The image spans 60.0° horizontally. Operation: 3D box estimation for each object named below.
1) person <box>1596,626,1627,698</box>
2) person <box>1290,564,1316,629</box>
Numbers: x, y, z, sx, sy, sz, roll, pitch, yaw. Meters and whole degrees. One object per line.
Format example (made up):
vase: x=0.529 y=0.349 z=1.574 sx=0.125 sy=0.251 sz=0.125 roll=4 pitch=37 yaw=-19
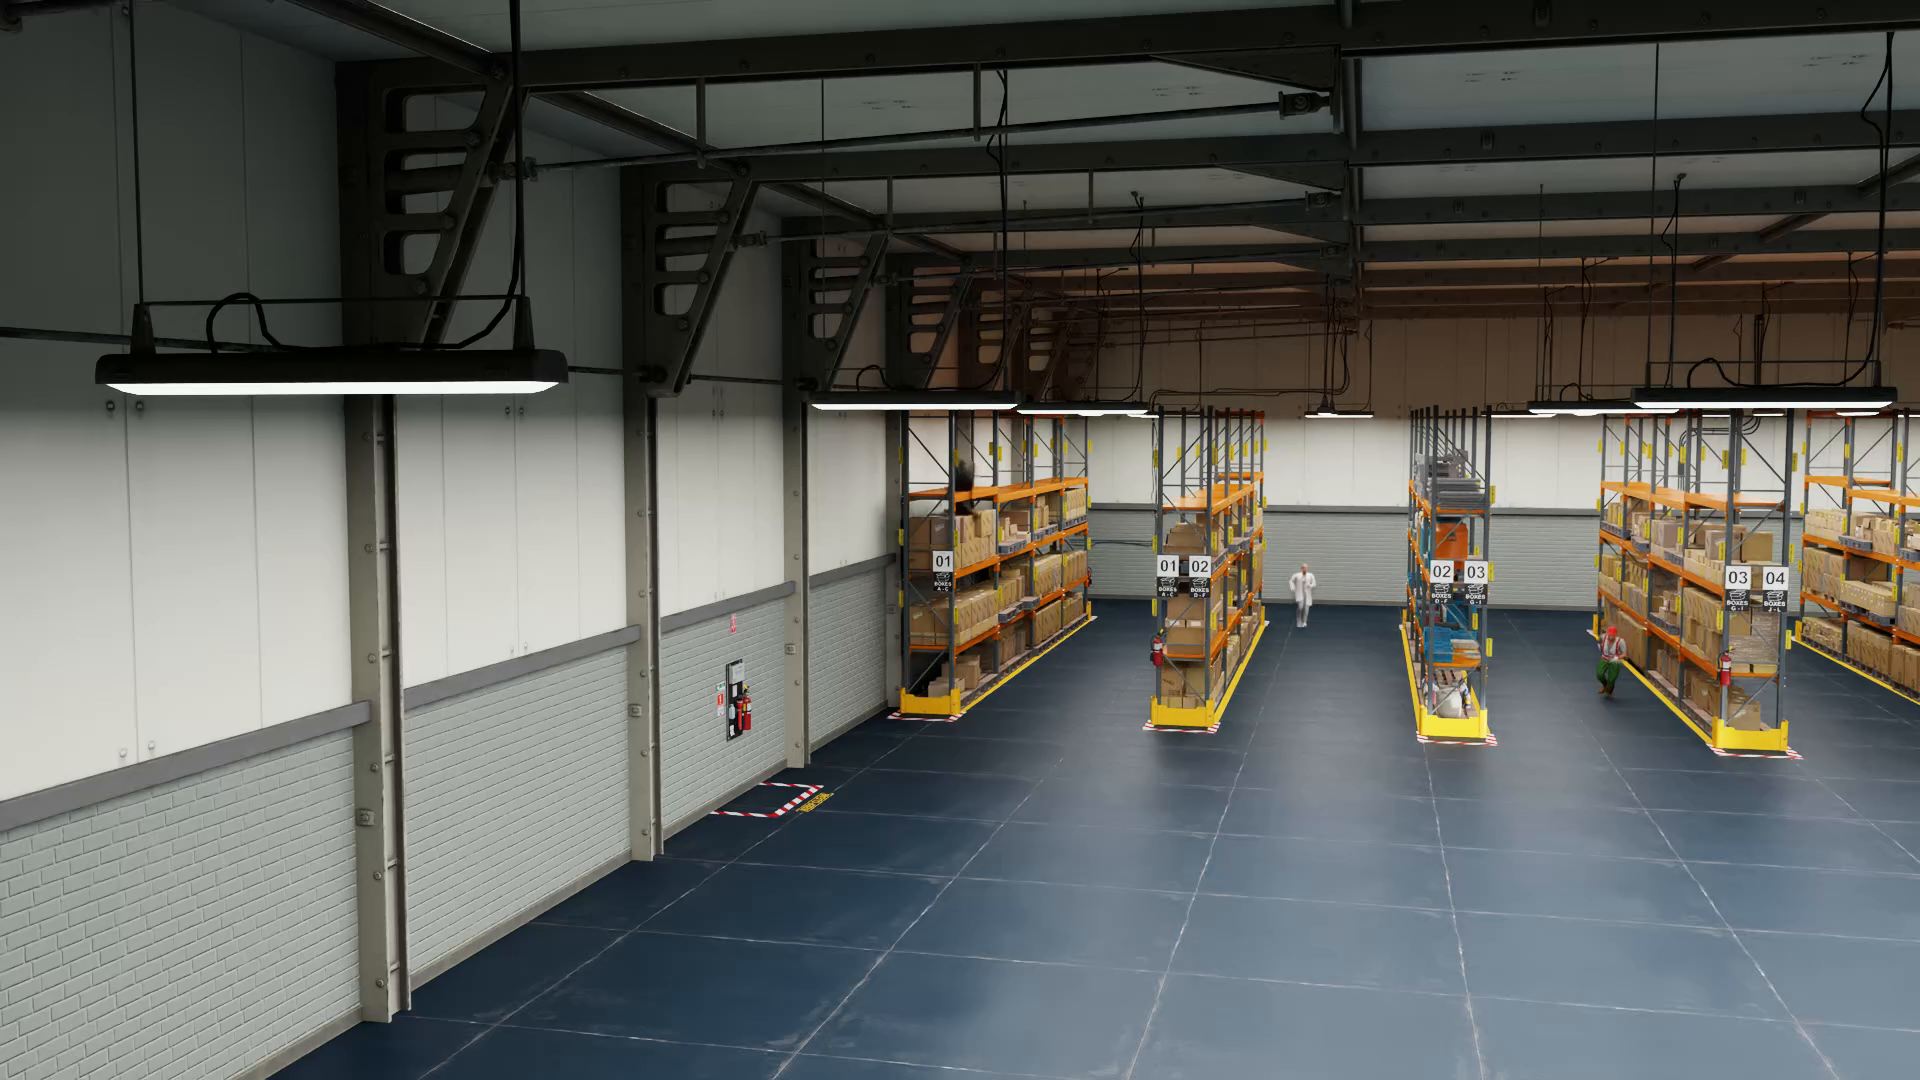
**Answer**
person: x=13.290 y=2.498 z=34.007 sx=0.713 sy=1.548 sz=0.963 roll=3 pitch=5 yaw=36
person: x=9.462 y=1.557 z=45.786 sx=0.674 sy=1.791 sz=0.766 roll=0 pitch=4 yaw=2
